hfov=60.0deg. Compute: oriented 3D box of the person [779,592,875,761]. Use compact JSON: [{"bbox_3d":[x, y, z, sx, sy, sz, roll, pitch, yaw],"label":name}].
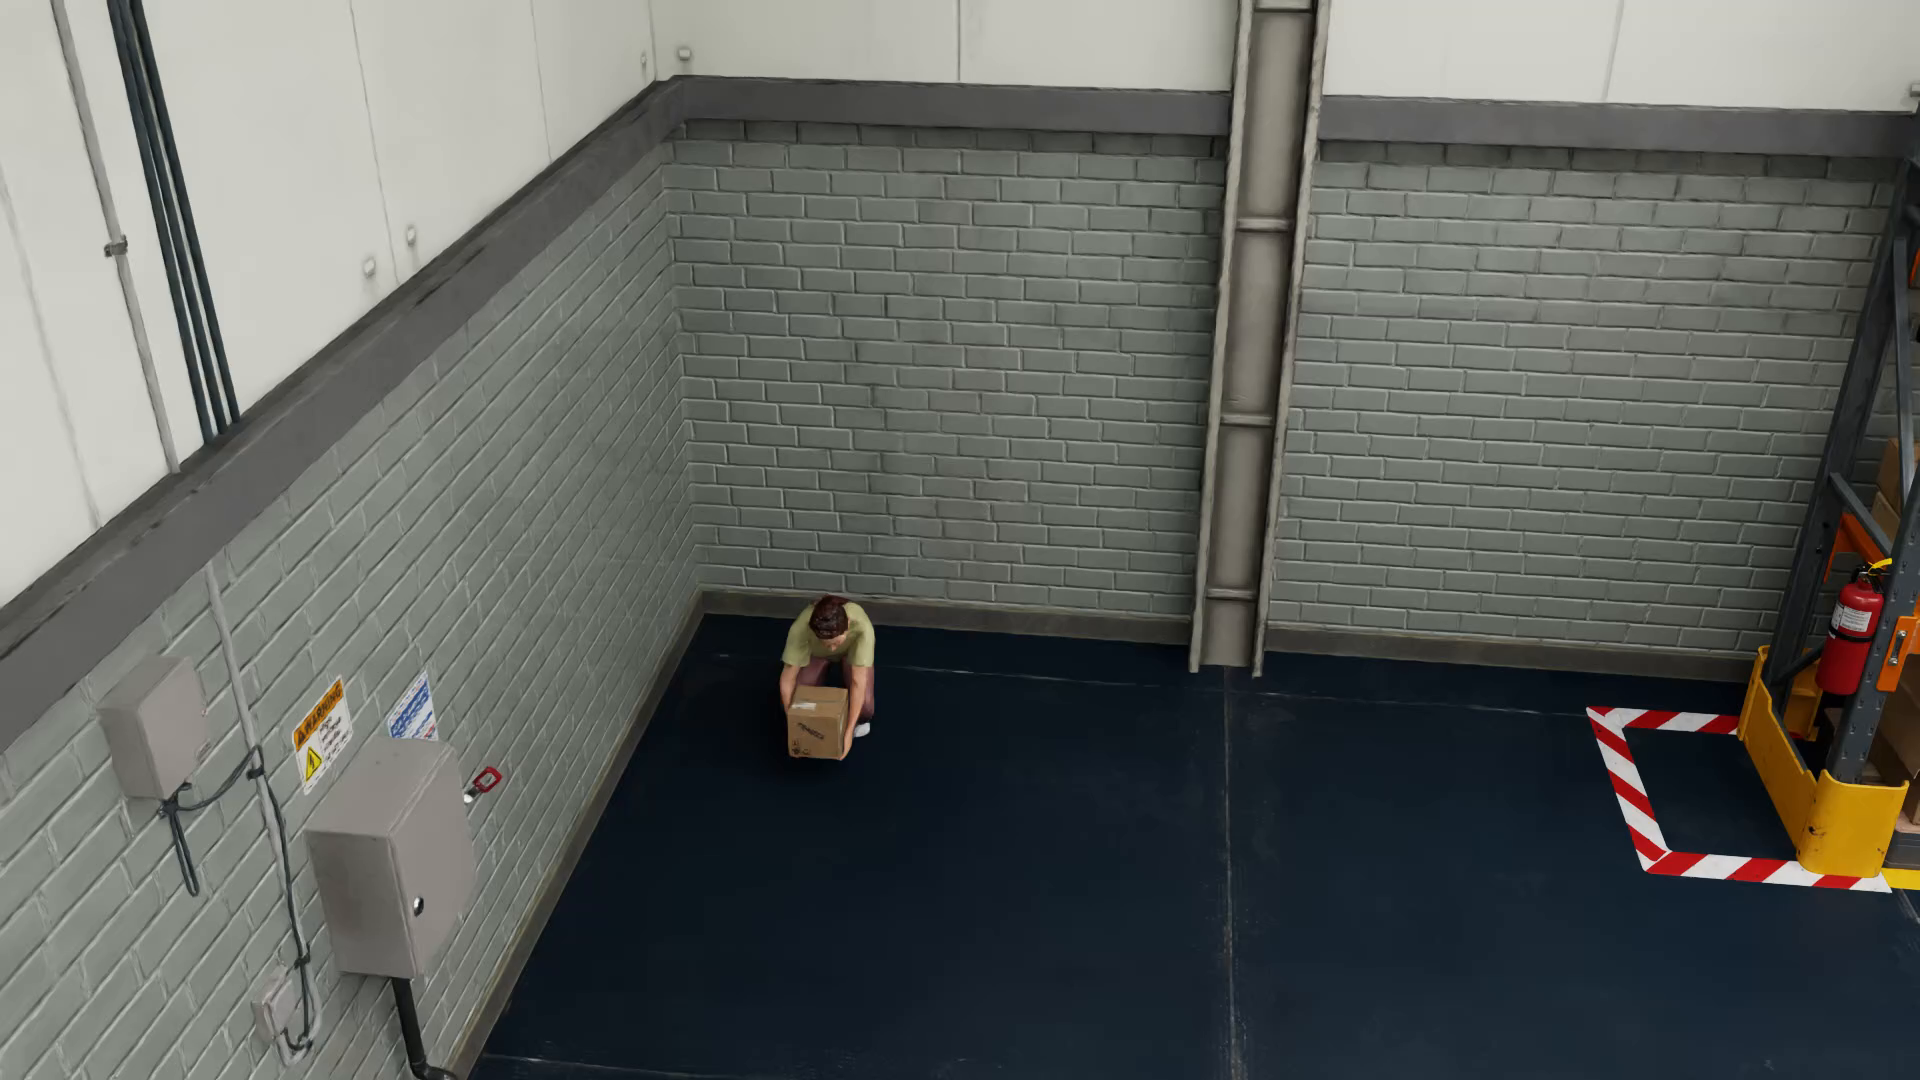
[{"bbox_3d":[-0.646,0.611,8.288,0.479,0.931,0.803,3,29,6],"label":"person"}]
